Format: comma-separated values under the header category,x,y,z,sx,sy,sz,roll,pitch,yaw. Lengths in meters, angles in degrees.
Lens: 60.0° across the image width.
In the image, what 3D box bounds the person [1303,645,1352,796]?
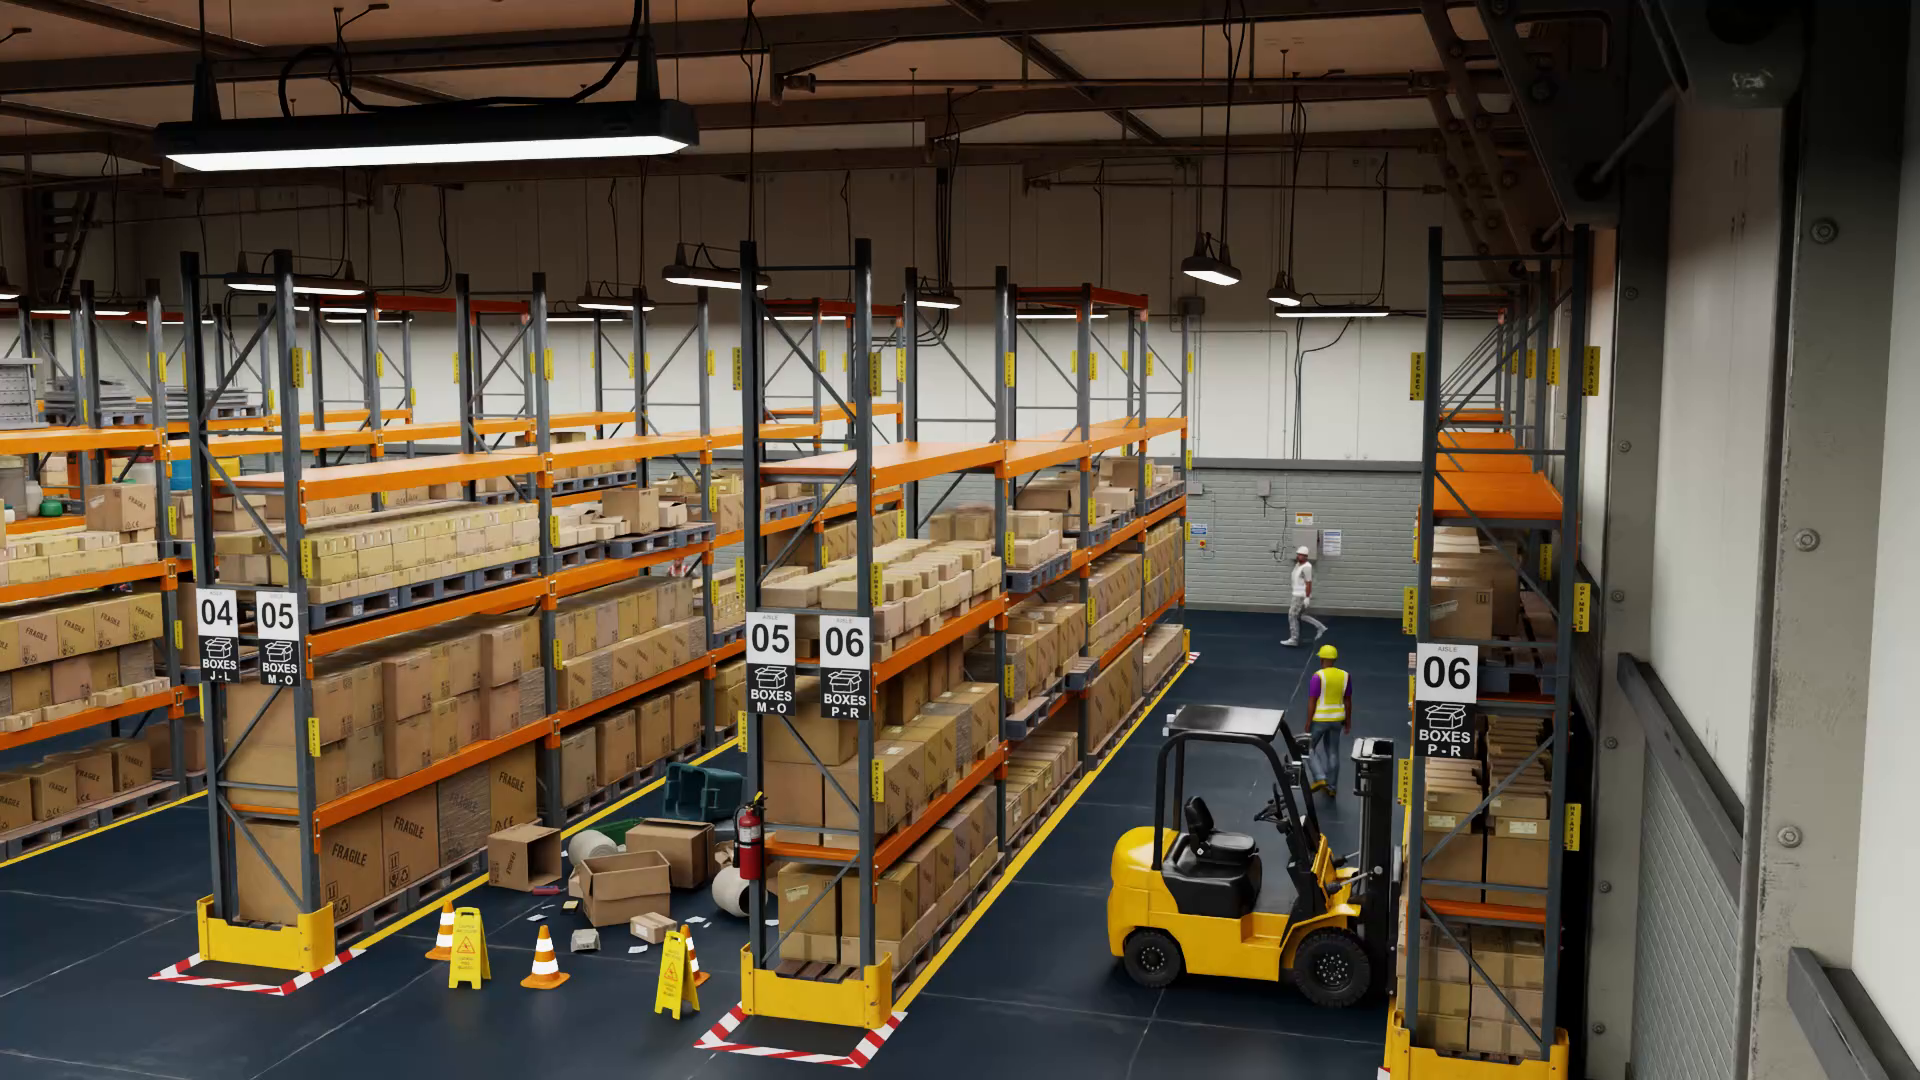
category,x,y,z,sx,sy,sz,roll,pitch,yaw
person,4.310,2.114,19.477,0.616,1.767,0.458,-2,7,-19

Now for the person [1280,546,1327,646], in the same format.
category,x,y,z,sx,sy,sz,roll,pitch,yaw
person,6.094,0.990,29.399,0.811,1.767,0.525,1,7,12

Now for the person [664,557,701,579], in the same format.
category,x,y,z,sx,sy,sz,roll,pitch,yaw
person,-4.936,1.030,29.556,0.653,1.685,0.637,3,7,24
